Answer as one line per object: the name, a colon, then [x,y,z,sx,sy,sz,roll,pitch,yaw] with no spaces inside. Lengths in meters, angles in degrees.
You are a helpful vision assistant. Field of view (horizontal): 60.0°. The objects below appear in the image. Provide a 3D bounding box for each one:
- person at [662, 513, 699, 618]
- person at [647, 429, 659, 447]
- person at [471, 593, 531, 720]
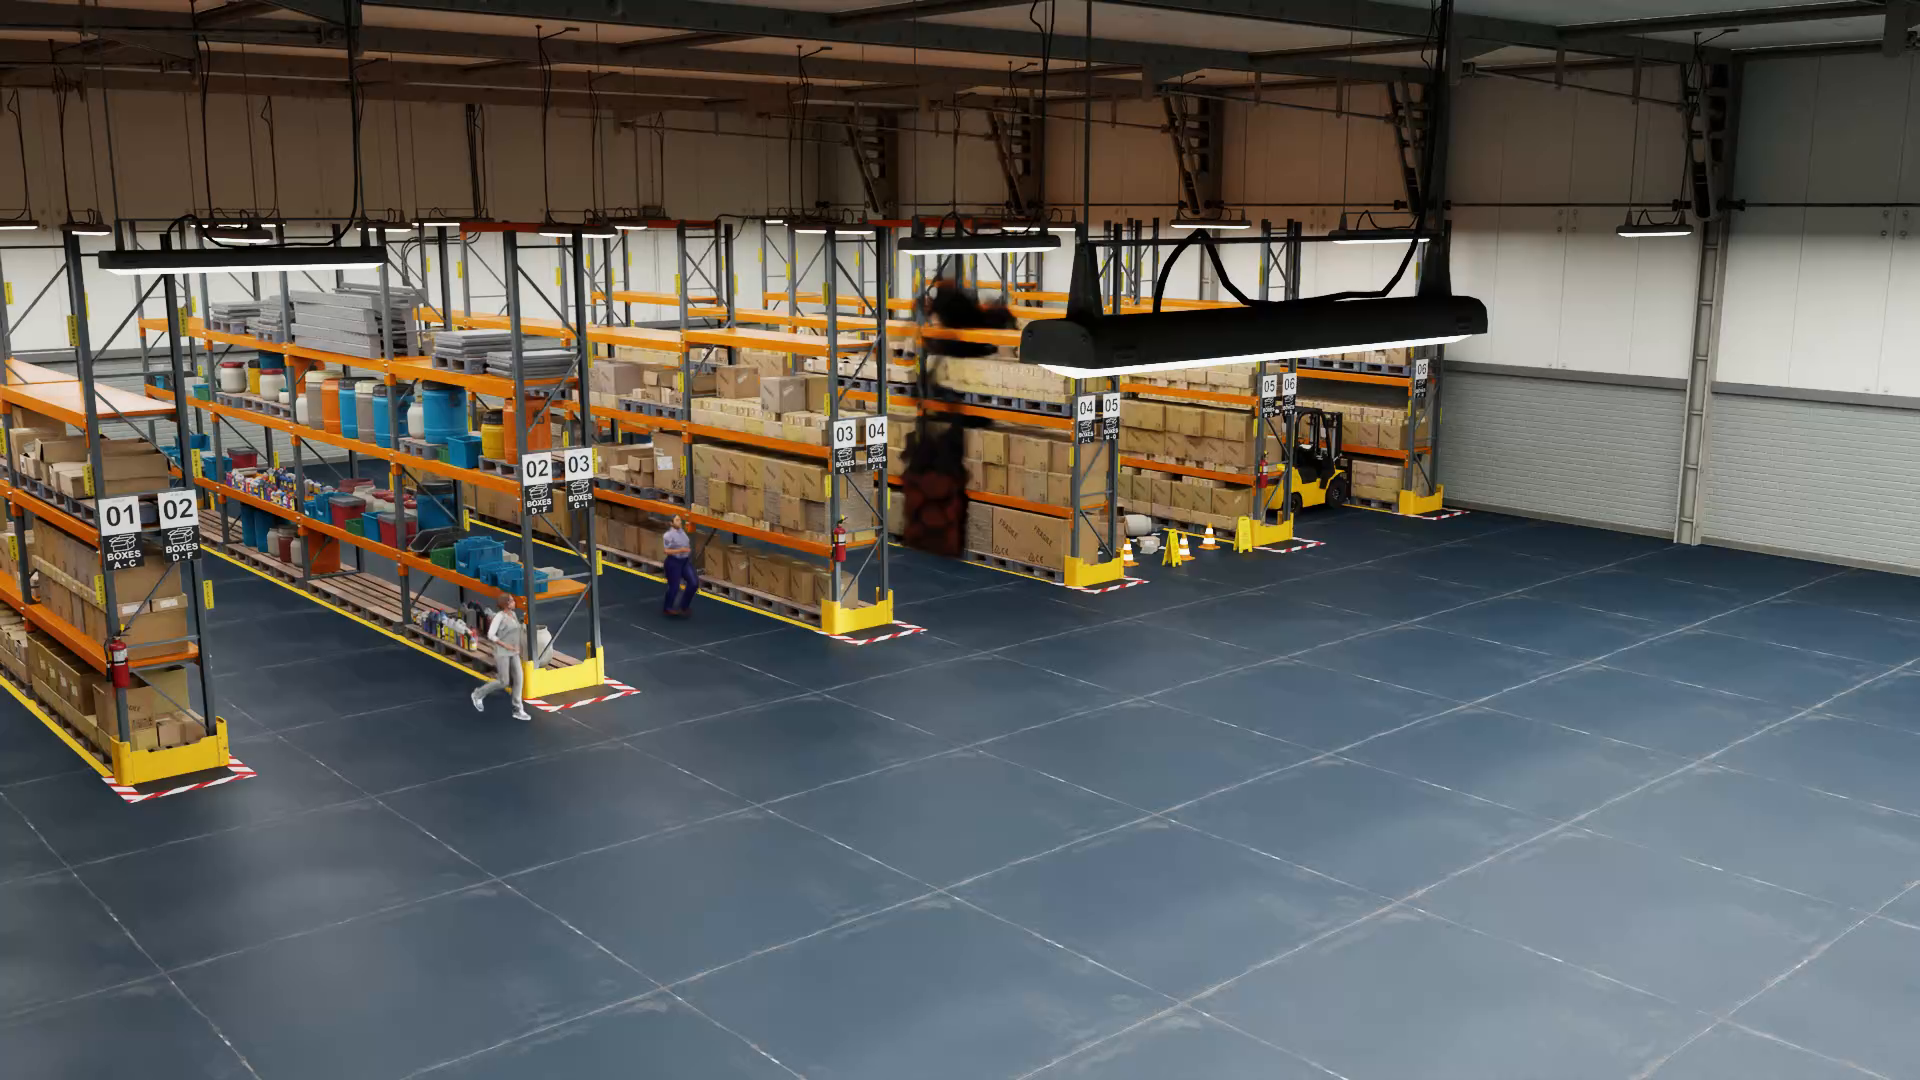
person: [-4.340,0.423,25.730,0.661,1.658,0.586,8,14,35]
person: [-6.372,-1.536,35.250,0.598,1.654,0.522,-10,15,-40]
person: [-5.674,1.433,20.825,0.814,1.551,0.601,3,12,17]
